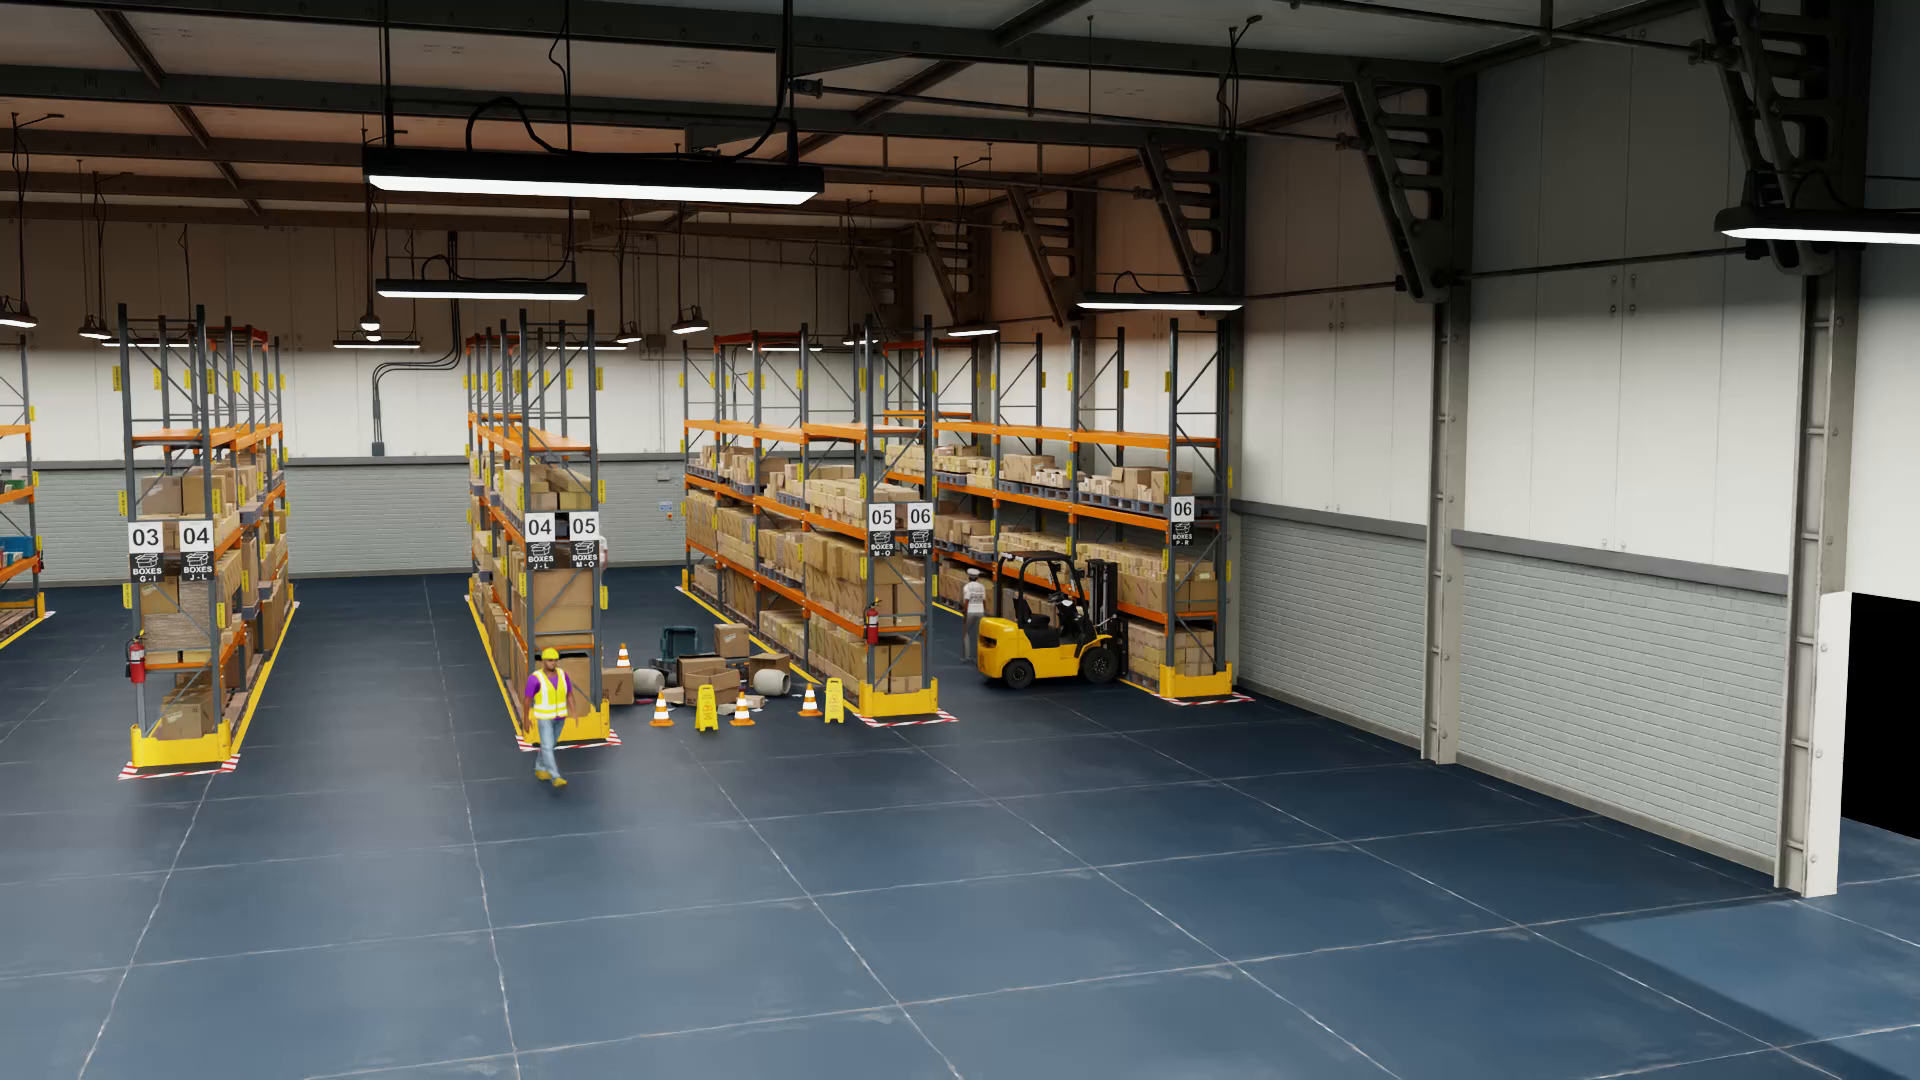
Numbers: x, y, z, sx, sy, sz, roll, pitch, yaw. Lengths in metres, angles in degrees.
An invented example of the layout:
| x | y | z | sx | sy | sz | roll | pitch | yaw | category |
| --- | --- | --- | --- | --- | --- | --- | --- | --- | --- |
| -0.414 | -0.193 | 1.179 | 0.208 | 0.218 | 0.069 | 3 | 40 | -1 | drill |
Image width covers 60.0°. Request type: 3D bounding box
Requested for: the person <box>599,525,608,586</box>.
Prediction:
| x | y | z | sx | sy | sz | roll | pitch | yaw | category |
| --- | --- | --- | --- | --- | --- | --- | --- | --- | --- |
| -8.306 | 0.524 | 37.960 | 0.576 | 1.750 | 0.525 | -3 | 6 | -33 | person |

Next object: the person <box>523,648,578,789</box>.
| x | y | z | sx | sy | sz | roll | pitch | yaw | category |
| --- | --- | --- | --- | --- | --- | --- | --- | --- | --- |
| -5.007 | 2.179 | 20.524 | 1.082 | 1.699 | 0.590 | 5 | 7 | 42 | person |

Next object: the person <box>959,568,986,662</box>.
| x | y | z | sx | sy | sz | roll | pitch | yaw | category |
| --- | --- | --- | --- | --- | --- | --- | --- | --- | --- |
| 0.260 | 1.383 | 29.710 | 0.485 | 1.727 | 0.596 | -3 | 6 | -26 | person |
